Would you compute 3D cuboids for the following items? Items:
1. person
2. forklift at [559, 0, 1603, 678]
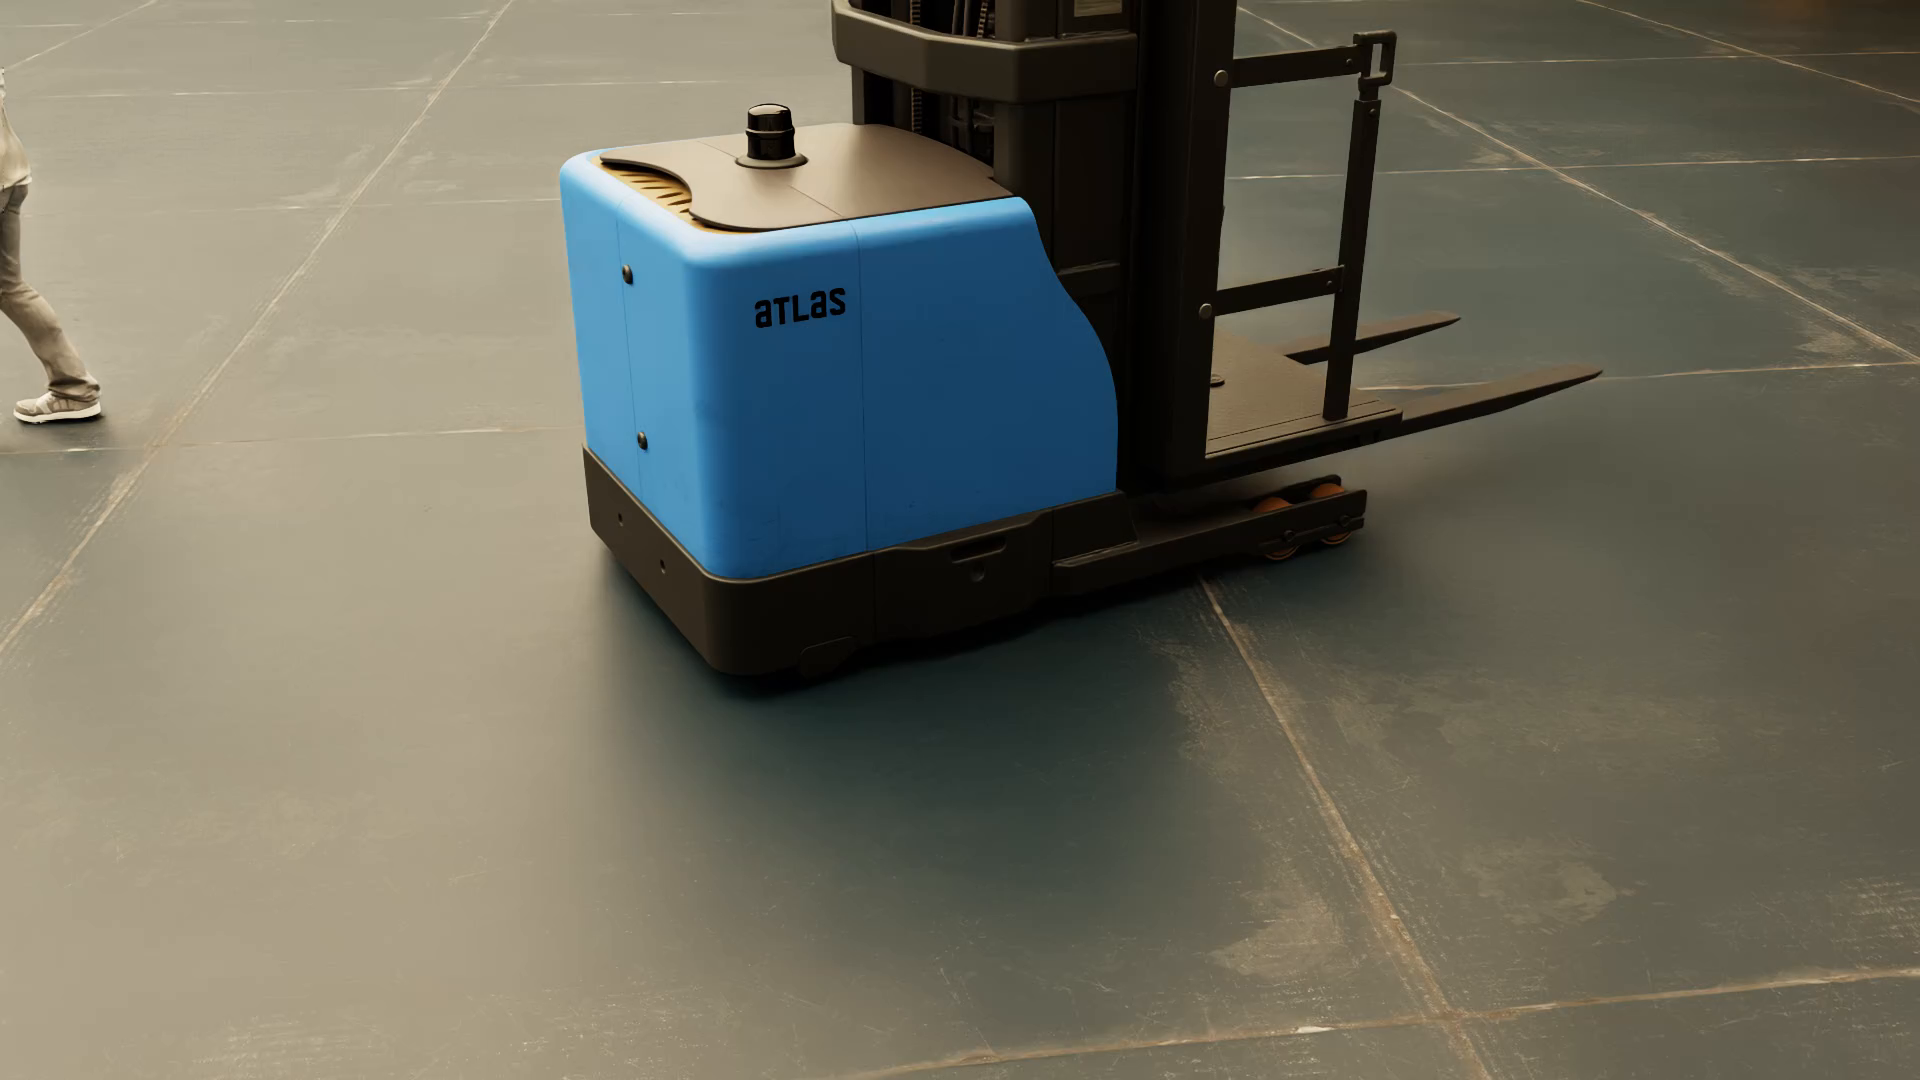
[{"bbox_3d":[-3.023,-1.050,5.026,0.488,1.628,0.510,-3,26,-6],"label":"person"},{"bbox_3d":[0.529,-1.451,4.240,3.031,2.935,1.130,-14,29,-26],"label":"forklift"}]
